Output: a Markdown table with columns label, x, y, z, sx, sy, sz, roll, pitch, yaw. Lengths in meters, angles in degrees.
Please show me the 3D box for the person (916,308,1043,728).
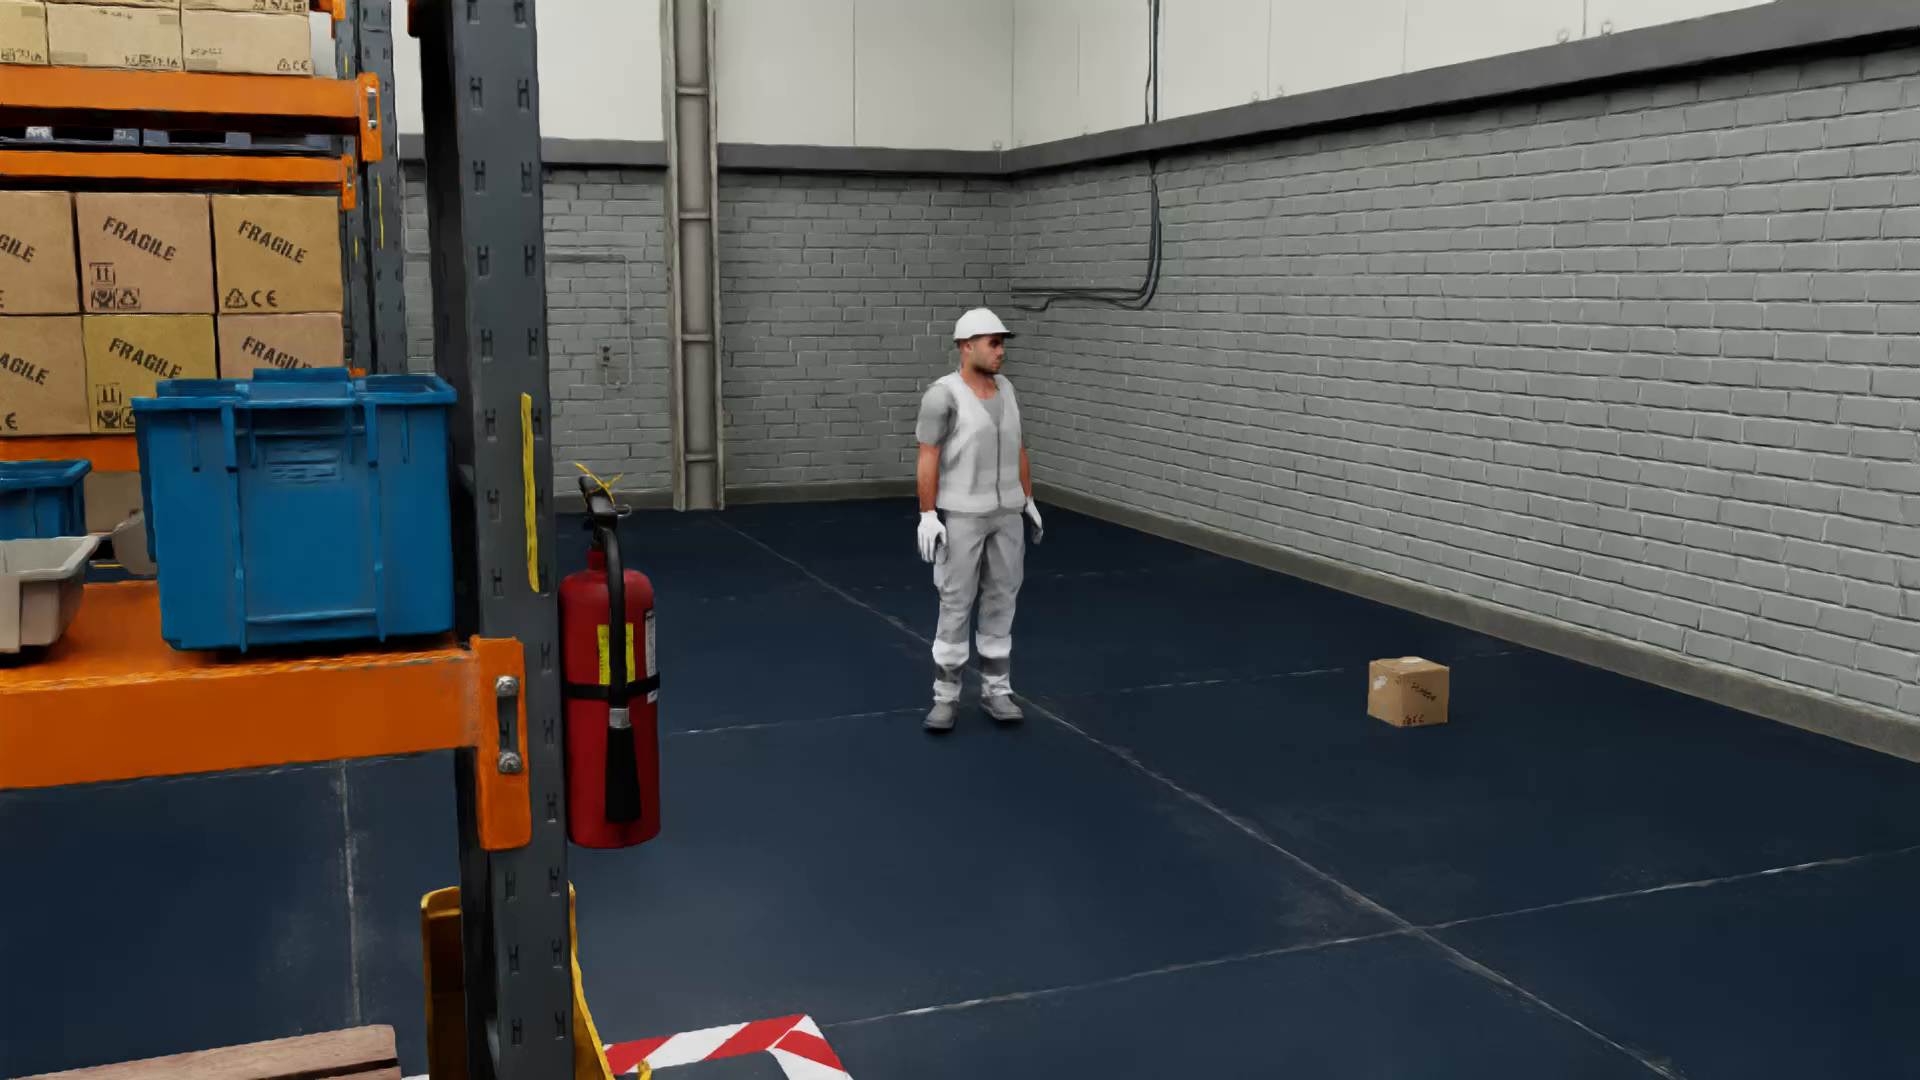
| label | x | y | z | sx | sy | sz | roll | pitch | yaw |
| --- | --- | --- | --- | --- | --- | --- | --- | --- | --- |
| person | 0.088 | -0.097 | 7.211 | 0.636 | 1.797 | 0.378 | -6 | 10 | -33 |
